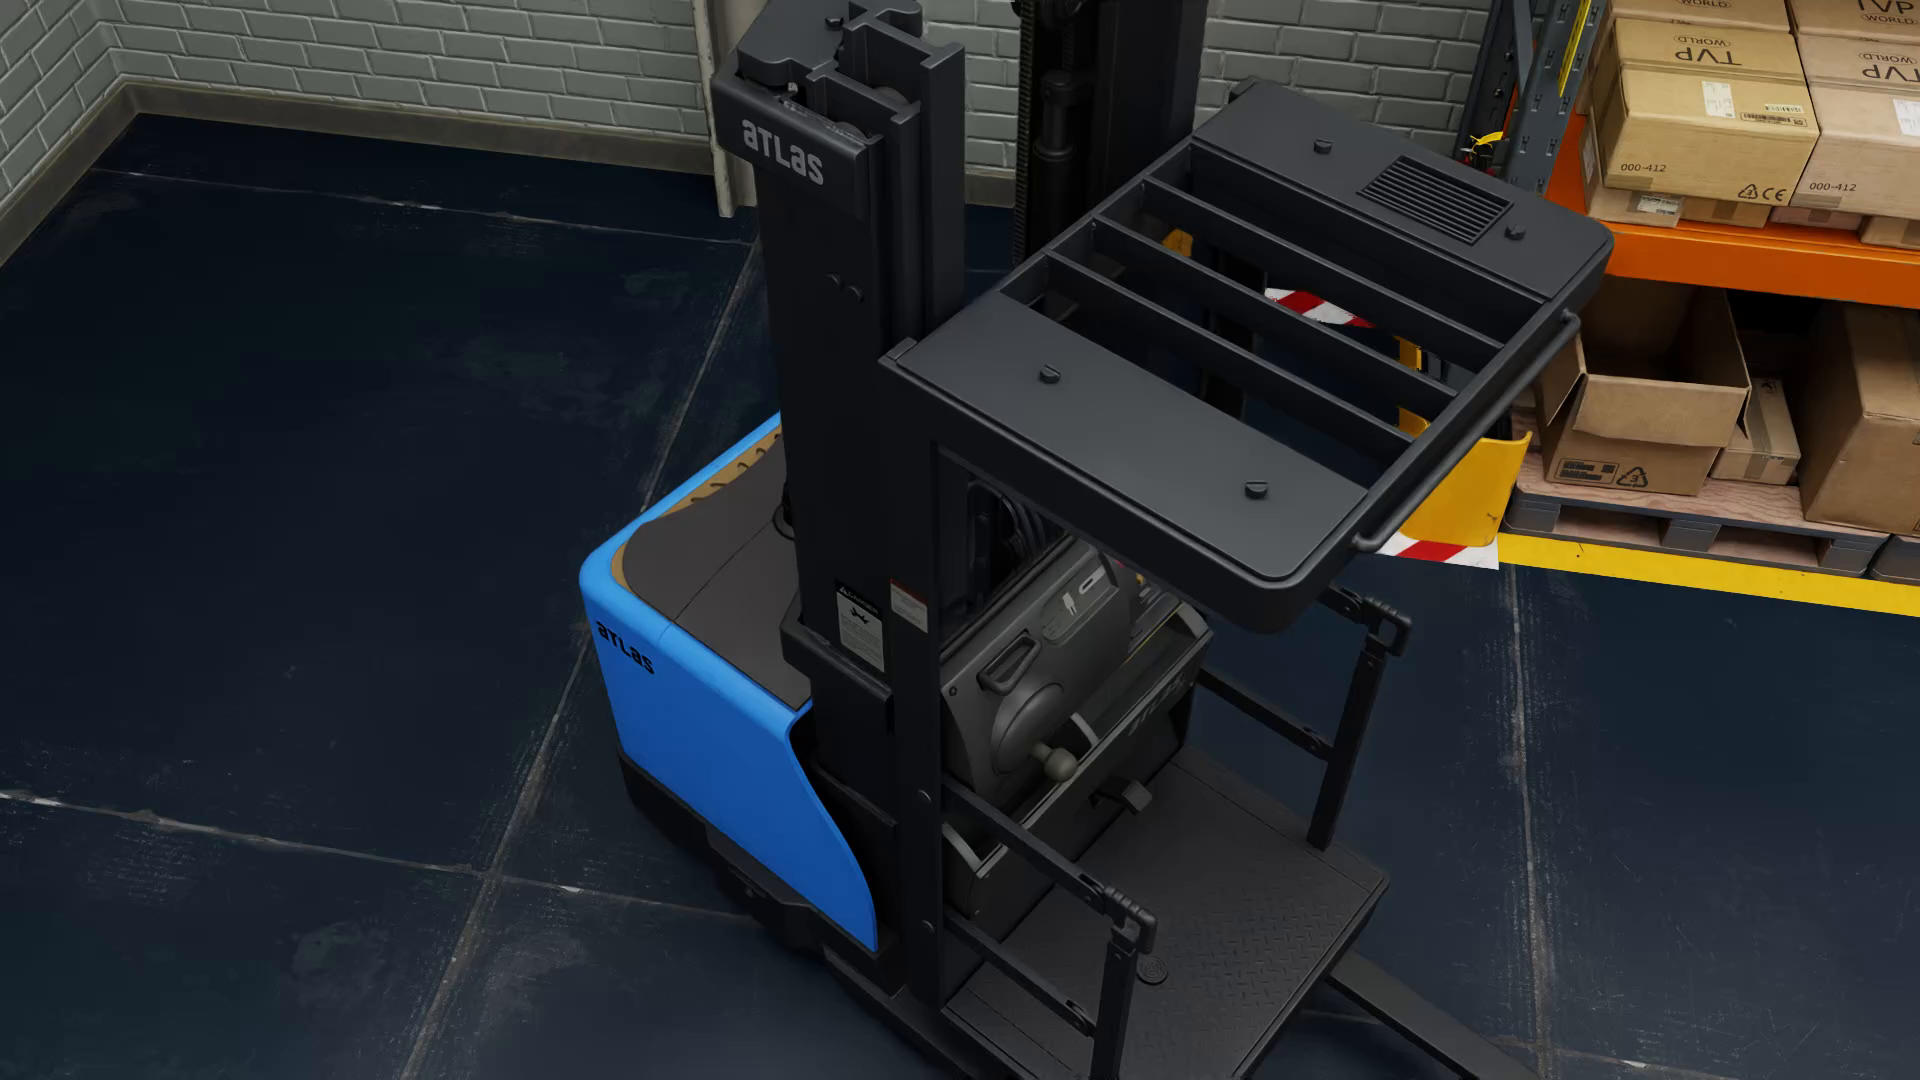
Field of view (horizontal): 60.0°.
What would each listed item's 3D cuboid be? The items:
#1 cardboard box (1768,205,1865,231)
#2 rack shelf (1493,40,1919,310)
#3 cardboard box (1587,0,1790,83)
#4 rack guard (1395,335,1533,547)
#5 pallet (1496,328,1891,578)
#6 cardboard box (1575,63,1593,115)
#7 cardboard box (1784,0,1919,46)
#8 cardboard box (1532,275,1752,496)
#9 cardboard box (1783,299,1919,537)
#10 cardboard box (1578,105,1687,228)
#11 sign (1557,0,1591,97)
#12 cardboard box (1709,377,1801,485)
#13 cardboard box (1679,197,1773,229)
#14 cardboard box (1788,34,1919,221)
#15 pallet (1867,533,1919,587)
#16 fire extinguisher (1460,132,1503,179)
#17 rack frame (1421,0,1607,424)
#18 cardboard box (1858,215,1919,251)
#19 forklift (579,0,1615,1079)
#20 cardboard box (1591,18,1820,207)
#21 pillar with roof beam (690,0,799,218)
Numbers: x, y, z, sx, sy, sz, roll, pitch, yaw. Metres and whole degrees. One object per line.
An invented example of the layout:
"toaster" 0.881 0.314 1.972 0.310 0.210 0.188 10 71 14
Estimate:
"cardboard box" 2.502 -1.093 4.884 0.250 0.149 0.380 7 48 6
"rack shelf" 3.672 -0.925 5.048 4.000 0.370 1.077 8 49 7
"cardboard box" 2.203 -1.613 5.083 0.500 0.250 0.500 9 49 8
"rack guard" 1.778 -0.584 5.939 0.348 0.500 1.175 8 49 7
"pallet" 2.563 -0.383 5.953 1.213 0.211 1.003 8 49 7
"cardboard box" 2.077 -1.499 5.249 0.250 0.149 0.380 7 48 6
"cardboard box" 2.711 -1.544 5.021 0.500 0.250 0.500 8 49 7
"cardboard box" 2.289 -0.586 5.656 0.637 0.503 0.797 6 48 5
"cardboard box" 3.123 -0.443 5.530 0.500 0.500 0.700 9 49 8
"cardboard box" 1.978 -1.102 4.892 0.250 0.149 0.380 7 48 7
"sign" 1.607 -1.322 4.339 0.005 0.325 0.100 8 49 7
"cardboard box" 2.700 -0.383 5.711 0.250 0.149 0.380 6 48 5
"cardboard box" 2.237 -1.102 4.892 0.250 0.149 0.380 9 49 8
"cardboard box" 2.598 -1.156 4.673 0.500 0.250 0.500 8 49 7
"pallet" 3.760 -0.220 5.806 1.213 0.211 1.003 8 49 7
"fire extinguisher" 1.477 -0.961 4.899 0.183 0.674 0.296 8 49 7
"rack frame" 1.704 -1.430 5.018 0.127 3.000 1.000 8 49 7
"cardboard box" 2.739 -1.014 4.814 0.250 0.149 0.380 9 49 8
"forklift" 0.452 0.239 3.565 3.031 2.935 1.130 32 56 26
"cardboard box" 2.102 -1.222 4.732 0.500 0.250 0.500 8 49 7
"pillar with roof beam" -1.555 -1.300 0.869 0.400 9.000 9.100 8 49 7
